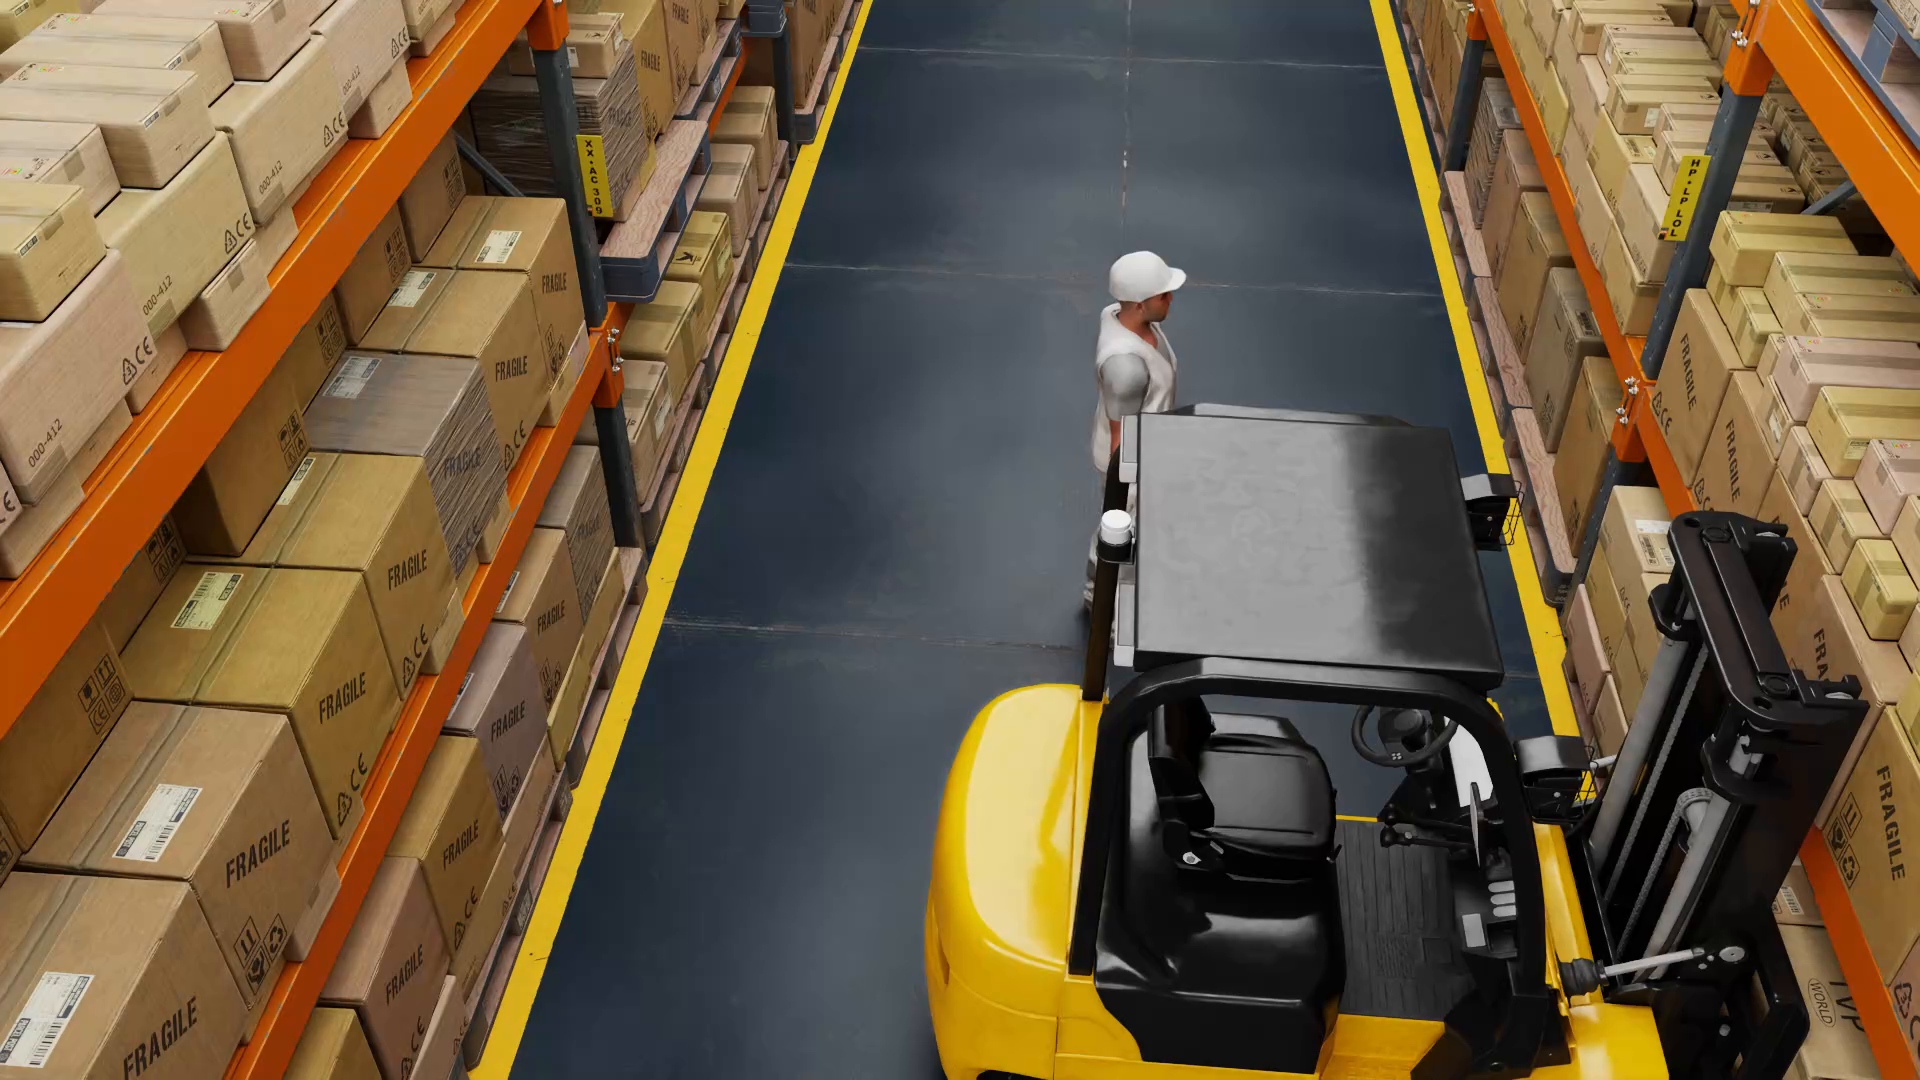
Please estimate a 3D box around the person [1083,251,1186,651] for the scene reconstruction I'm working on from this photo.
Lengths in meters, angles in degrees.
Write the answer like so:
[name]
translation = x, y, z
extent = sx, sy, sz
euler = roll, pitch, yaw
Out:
[person]
translation = 0.691, -0.339, 6.546
extent = 0.370, 1.787, 0.524
euler = 4, 40, 5
